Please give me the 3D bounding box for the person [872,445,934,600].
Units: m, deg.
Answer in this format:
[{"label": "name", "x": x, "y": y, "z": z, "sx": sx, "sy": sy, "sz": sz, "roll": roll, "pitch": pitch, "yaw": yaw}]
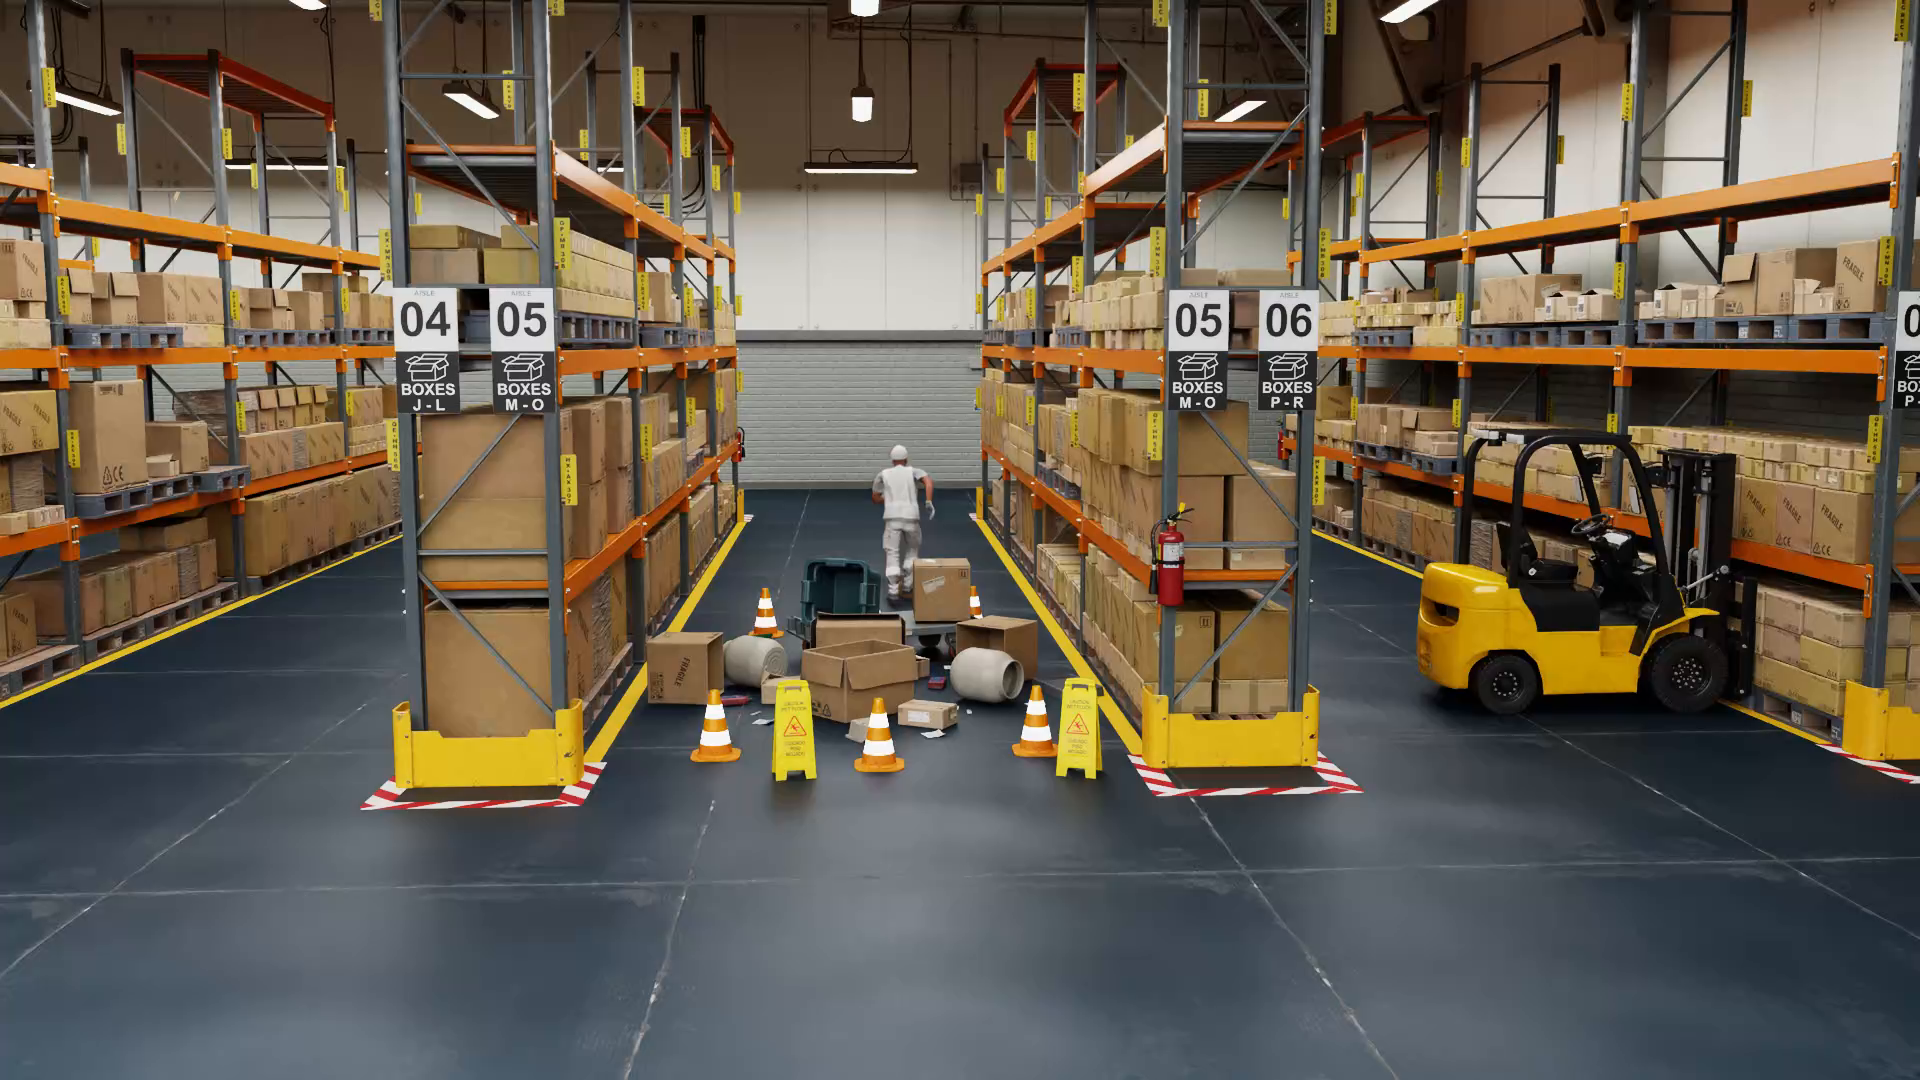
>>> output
[{"label": "person", "x": -0.643, "y": -0.201, "z": 18.532, "sx": 0.656, "sy": 1.691, "sz": 0.968, "roll": -1, "pitch": 7, "yaw": -10}]
